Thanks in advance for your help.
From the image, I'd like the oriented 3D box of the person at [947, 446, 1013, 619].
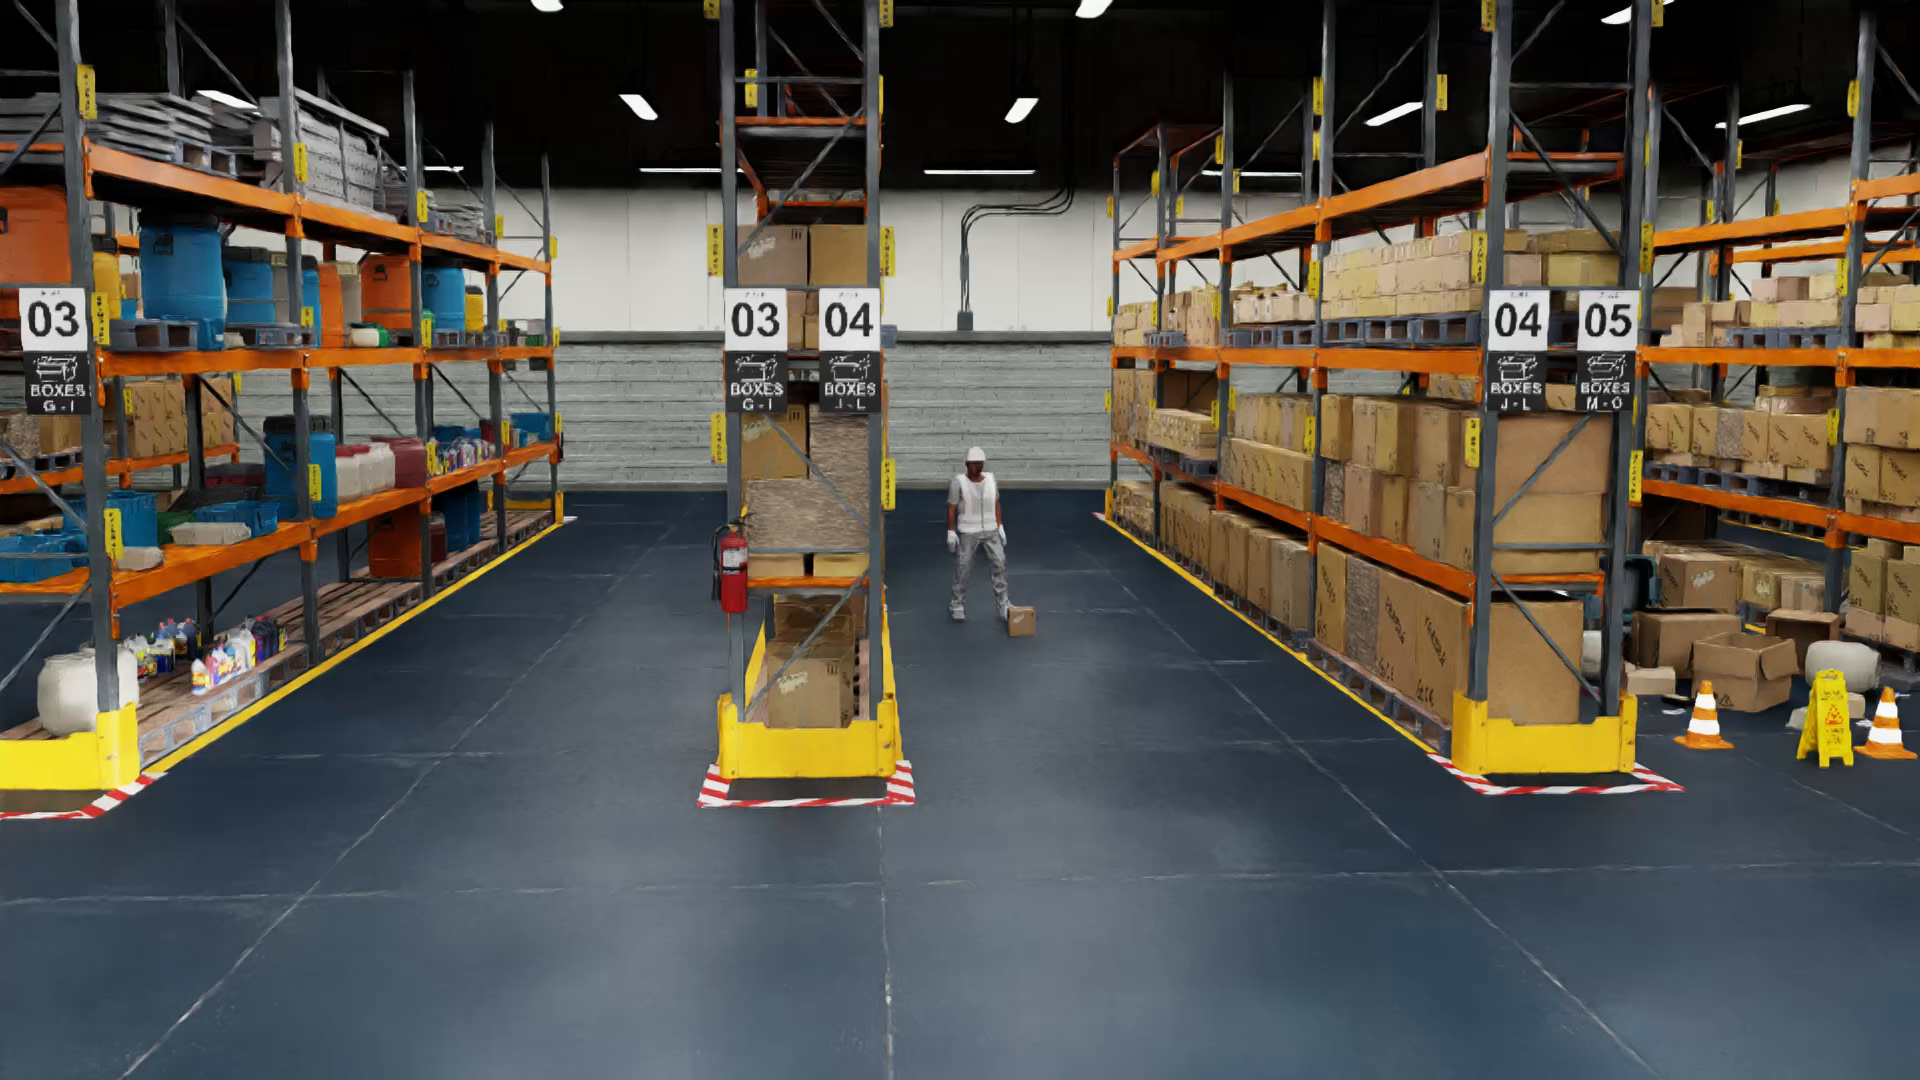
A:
[{"bbox_3d":[0.216,-0.072,17.090,0.693,1.780,0.523,-3,7,-23],"label":"person"}]
